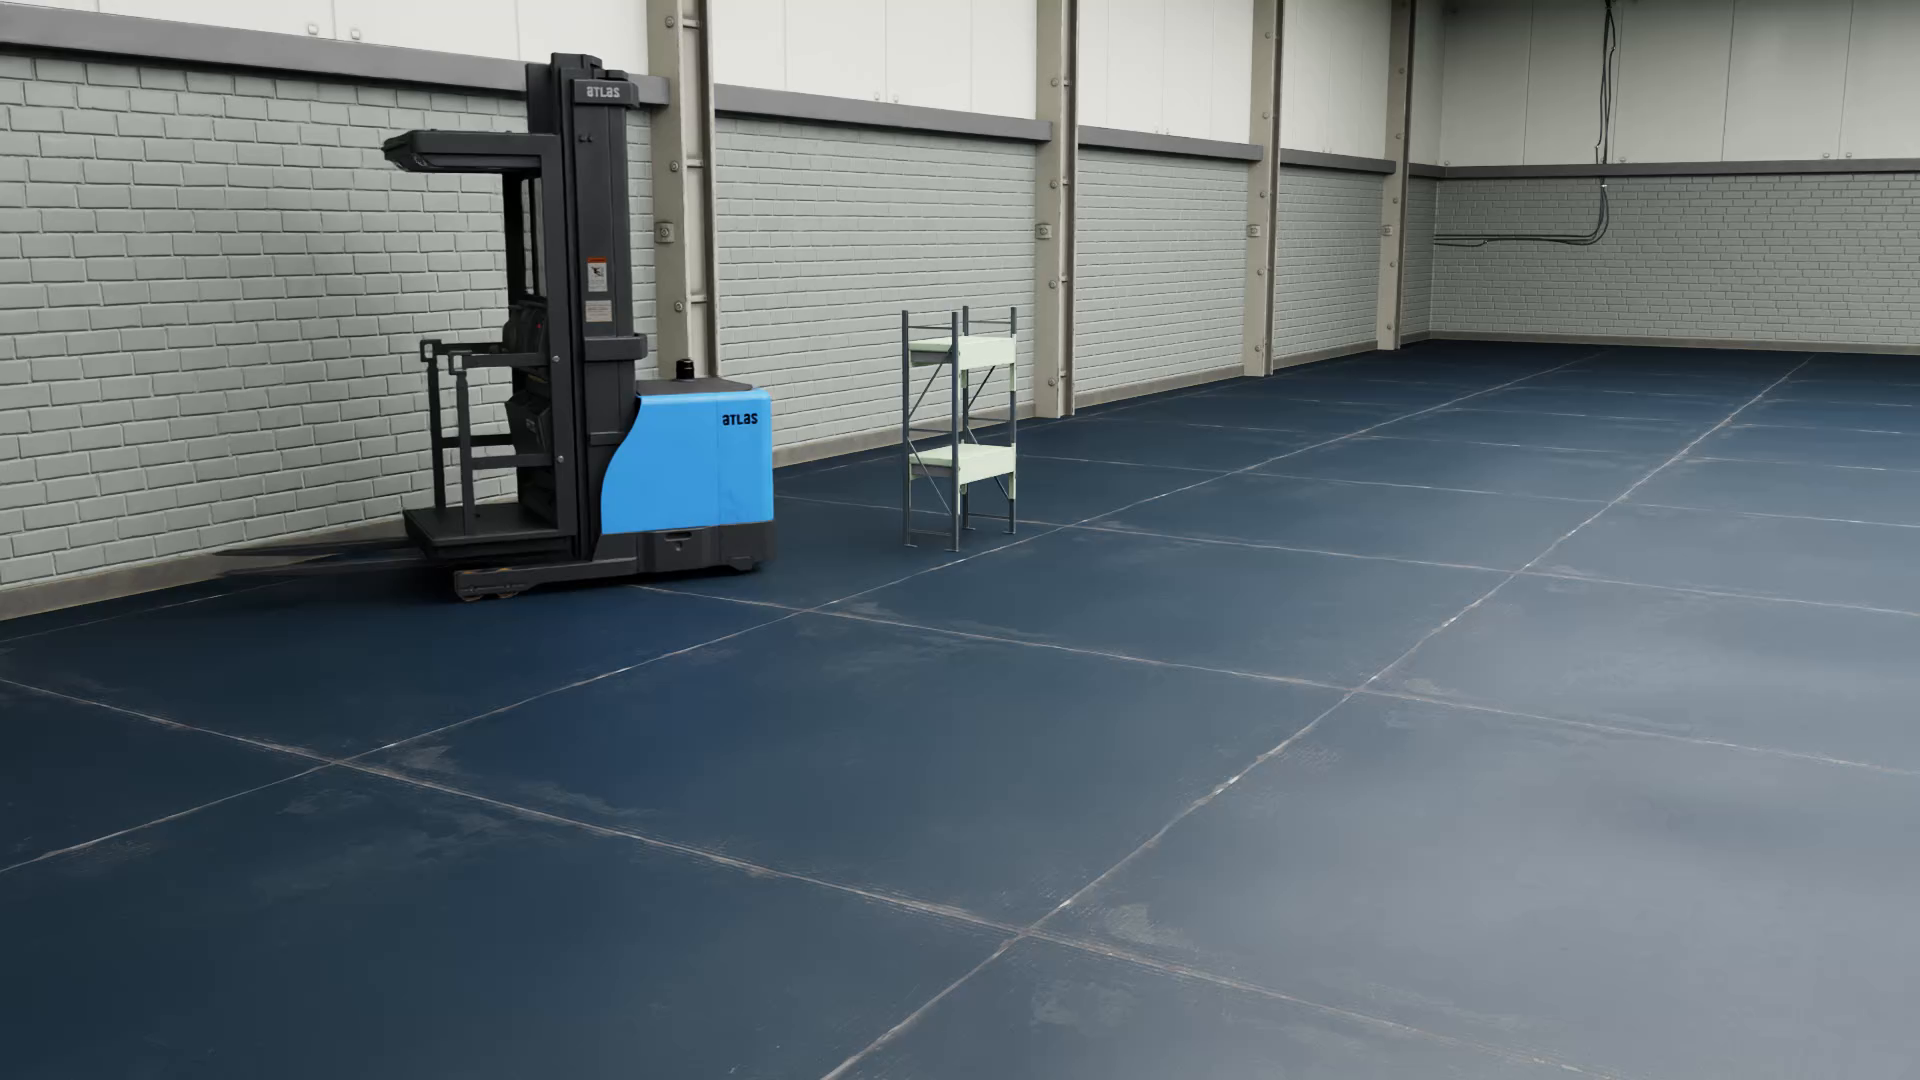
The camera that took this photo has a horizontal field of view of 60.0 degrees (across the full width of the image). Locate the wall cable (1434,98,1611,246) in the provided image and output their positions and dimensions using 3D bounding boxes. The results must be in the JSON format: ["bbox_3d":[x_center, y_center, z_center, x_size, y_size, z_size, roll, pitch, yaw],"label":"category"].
[{"bbox_3d":[9.911,-6.476,29.445,3.097,2.526,0.112,6,12,31],"label":"wall cable"}]

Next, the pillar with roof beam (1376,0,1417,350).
[{"bbox_3d":[10.930,-7.254,25.162,9.100,9.000,0.400,6,12,31],"label":"pillar with roof beam"}]

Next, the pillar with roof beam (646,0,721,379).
[{"bbox_3d":[1.585,-4.423,10.041,9.100,9.000,0.400,6,12,31],"label":"pillar with roof beam"}]

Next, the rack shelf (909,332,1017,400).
[{"bbox_3d":[0.003,-1.122,10.664,0.431,0.370,0.720,6,12,31],"label":"rack shelf"}]

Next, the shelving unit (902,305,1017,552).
[{"bbox_3d":[0.003,-0.738,10.736,0.431,1.500,0.755,6,12,31],"label":"shelving unit"}]

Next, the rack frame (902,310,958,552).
[{"bbox_3d":[-0.187,-0.681,10.429,0.400,1.500,0.023,6,12,31],"label":"rack frame"}]

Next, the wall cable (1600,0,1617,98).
[{"bbox_3d":[12.223,-8.700,27.600,3.097,2.526,0.112,6,12,31],"label":"wall cable"}]

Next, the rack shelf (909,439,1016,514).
[{"bbox_3d":[0.003,-0.418,10.796,0.431,0.370,0.720,6,12,31],"label":"rack shelf"}]

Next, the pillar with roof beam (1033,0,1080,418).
[{"bbox_3d":[4.700,-5.367,15.081,9.100,9.000,0.400,6,12,31],"label":"pillar with roof beam"}]

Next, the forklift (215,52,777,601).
[{"bbox_3d":[-2.646,-1.216,9.399,3.031,2.935,1.130,-5,12,-26],"label":"forklift"}]

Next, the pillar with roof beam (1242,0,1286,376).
[{"bbox_3d":[7.815,-6.310,20.122,9.100,9.000,0.400,6,12,31],"label":"pillar with roof beam"}]

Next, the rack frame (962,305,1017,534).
[{"bbox_3d":[0.193,-0.796,11.044,0.400,1.500,0.023,6,12,31],"label":"rack frame"}]
